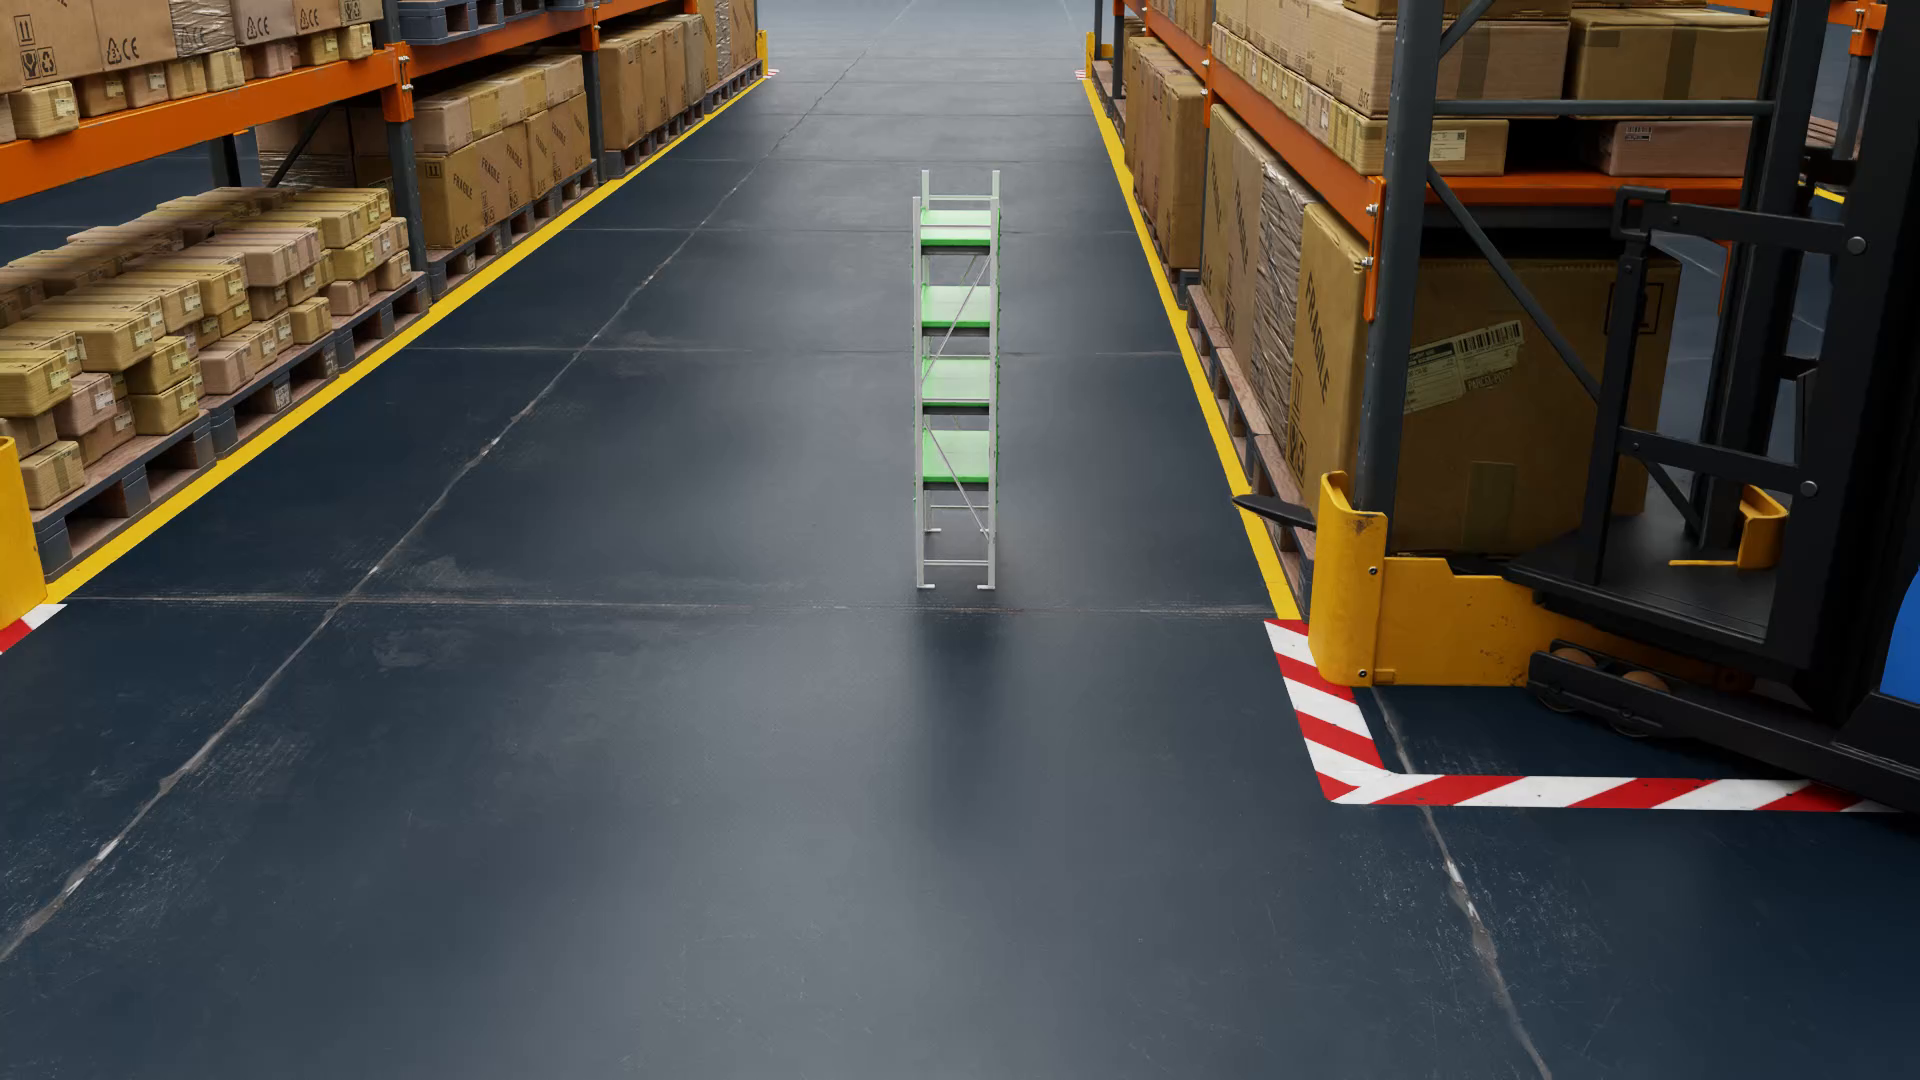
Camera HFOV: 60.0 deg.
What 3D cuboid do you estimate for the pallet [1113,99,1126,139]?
[{"bbox_3d":[1.923,-3.823,15.091,1.003,0.211,1.213,1,21,2],"label":"pallet"}]

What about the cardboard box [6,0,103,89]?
[{"bbox_3d":[-3.094,-1.695,5.202,0.500,0.500,0.500,1,21,2],"label":"cardboard box"}]

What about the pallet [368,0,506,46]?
[{"bbox_3d":[-3.084,-2.789,8.835,1.003,0.211,1.213,1,21,2],"label":"pallet"}]

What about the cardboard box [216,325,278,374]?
[{"bbox_3d":[-3.005,-0.769,6.725,0.380,0.149,0.250,1,21,2],"label":"cardboard box"}]

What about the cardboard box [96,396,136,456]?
[{"bbox_3d":[-3.112,-0.395,5.761,0.380,0.149,0.250,1,21,2],"label":"cardboard box"}]

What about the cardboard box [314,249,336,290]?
[{"bbox_3d":[-3.037,-1.207,7.442,0.380,0.149,0.250,1,21,2],"label":"cardboard box"}]

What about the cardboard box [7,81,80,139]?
[{"bbox_3d":[-3.009,-1.343,5.190,0.380,0.149,0.250,0,21,0],"label":"cardboard box"}]

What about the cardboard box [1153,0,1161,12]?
[{"bbox_3d":[1.523,-3.646,10.640,0.500,0.500,0.500,0,21,0],"label":"cardboard box"}]

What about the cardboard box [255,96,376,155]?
[{"bbox_3d":[-3.483,-2.255,9.034,0.500,0.250,0.500,0,21,0],"label":"cardboard box"}]

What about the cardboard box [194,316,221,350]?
[{"bbox_3d":[-3.122,-0.824,6.455,0.380,0.149,0.250,2,21,4],"label":"cardboard box"}]

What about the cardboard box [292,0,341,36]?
[{"bbox_3d":[-3.002,-2.423,7.077,0.500,0.500,0.500,0,21,0],"label":"cardboard box"}]

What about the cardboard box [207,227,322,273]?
[{"bbox_3d":[-2.974,-1.241,7.119,0.380,0.149,0.250,0,21,-1],"label":"cardboard box"}]

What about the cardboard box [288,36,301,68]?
[{"bbox_3d":[-3.071,-2.098,7.136,0.380,0.149,0.250,0,21,0],"label":"cardboard box"}]

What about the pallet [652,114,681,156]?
[{"bbox_3d":[-2.992,-3.474,14.190,1.003,0.211,1.213,1,21,2],"label":"pallet"}]

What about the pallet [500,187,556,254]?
[{"bbox_3d":[-3.196,-2.027,10.461,1.003,0.211,1.213,1,21,2],"label":"pallet"}]

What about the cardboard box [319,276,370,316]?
[{"bbox_3d":[-2.959,-1.135,7.669,0.380,0.149,0.250,0,21,0],"label":"cardboard box"}]

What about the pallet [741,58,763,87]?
[{"bbox_3d":[-2.834,-5.352,19.031,1.003,0.211,1.213,1,21,2],"label":"pallet"}]

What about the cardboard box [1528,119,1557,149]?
[{"bbox_3d":[1.934,-1.259,4.974,0.380,0.149,0.250,0,21,0],"label":"cardboard box"}]

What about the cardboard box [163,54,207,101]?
[{"bbox_3d":[-3.041,-1.718,6.157,0.380,0.149,0.250,1,21,4],"label":"cardboard box"}]

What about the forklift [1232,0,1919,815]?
[{"bbox_3d":[2.143,-0.977,3.994,1.130,2.935,3.031,-19,28,-40],"label":"forklift"}]

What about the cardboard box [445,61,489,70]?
[{"bbox_3d":[-3.410,-3.000,10.951,0.500,0.250,0.500,0,21,1],"label":"cardboard box"}]

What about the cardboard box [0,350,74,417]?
[{"bbox_3d":[-3.019,-0.487,5.175,0.380,0.149,0.250,0,21,-1],"label":"cardboard box"}]

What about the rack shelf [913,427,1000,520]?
[{"bbox_3d":[-0.005,-0.216,5.268,0.258,0.148,0.480,1,21,2],"label":"rack shelf"}]

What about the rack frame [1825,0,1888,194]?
[{"bbox_3d":[6.774,-3.904,11.444,1.000,3.000,0.127,1,21,2],"label":"rack frame"}]

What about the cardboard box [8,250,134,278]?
[{"bbox_3d":[-3.544,-1.060,6.653,0.380,0.149,0.250,1,21,2],"label":"cardboard box"}]

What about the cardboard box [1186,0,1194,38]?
[{"bbox_3d":[1.465,-2.910,8.743,0.500,0.500,0.500,1,21,3],"label":"cardboard box"}]

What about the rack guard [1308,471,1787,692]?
[{"bbox_3d":[1.579,0.108,4.559,1.175,0.500,0.348,1,21,2],"label":"rack guard"}]

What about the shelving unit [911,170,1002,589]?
[{"bbox_3d":[-0.005,-0.500,5.158,0.258,1.200,0.503,1,21,2],"label":"shelving unit"}]

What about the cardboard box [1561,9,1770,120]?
[{"bbox_3d":[1.864,-1.305,4.542,0.500,0.250,0.500,0,21,0],"label":"cardboard box"}]

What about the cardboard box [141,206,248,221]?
[{"bbox_3d":[-3.497,-1.434,7.617,0.380,0.149,0.250,0,21,1],"label":"cardboard box"}]

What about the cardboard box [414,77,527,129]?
[{"bbox_3d":[-2.933,-2.625,9.985,0.500,0.250,0.500,1,21,4],"label":"cardboard box"}]

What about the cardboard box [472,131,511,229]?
[{"bbox_3d":[-2.951,-2.089,9.642,0.500,0.500,0.500,2,21,4],"label":"cardboard box"}]

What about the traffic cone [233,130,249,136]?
[{"bbox_3d":[-6.599,-3.867,14.856,0.336,0.463,0.334,1,21,2],"label":"traffic cone"}]

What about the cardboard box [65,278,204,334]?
[{"bbox_3d":[-3.053,-0.868,6.158,0.380,0.149,0.250,1,21,4],"label":"cardboard box"}]

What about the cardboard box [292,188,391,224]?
[{"bbox_3d":[-3.004,-1.616,8.085,0.380,0.149,0.250,1,21,3],"label":"cardboard box"}]

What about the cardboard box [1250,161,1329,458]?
[{"bbox_3d":[1.547,-0.833,5.885,0.875,0.875,0.875,1,21,2],"label":"cardboard box"}]

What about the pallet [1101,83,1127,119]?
[{"bbox_3d":[1.930,-4.348,16.443,1.003,0.211,1.213,1,21,2],"label":"pallet"}]

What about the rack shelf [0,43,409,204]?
[{"bbox_3d":[-3.314,-1.545,6.358,1.077,0.370,4.000,1,21,2],"label":"rack shelf"}]

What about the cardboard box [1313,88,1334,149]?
[{"bbox_3d":[1.277,-1.266,4.993,0.380,0.149,0.250,1,21,2],"label":"cardboard box"}]

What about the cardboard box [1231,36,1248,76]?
[{"bbox_3d":[1.338,-2.006,6.901,0.380,0.149,0.250,0,21,0],"label":"cardboard box"}]

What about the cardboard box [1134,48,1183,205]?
[{"bbox_3d":[1.747,-2.592,10.420,1.225,0.875,0.875,1,21,2],"label":"cardboard box"}]

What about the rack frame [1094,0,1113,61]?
[{"bbox_3d":[2.067,-6.851,19.039,1.000,3.000,0.127,1,21,2],"label":"rack frame"}]

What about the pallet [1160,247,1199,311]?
[{"bbox_3d":[1.650,-1.492,9.082,1.003,0.211,1.213,1,21,2],"label":"pallet"}]

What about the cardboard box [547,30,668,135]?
[{"bbox_3d":[-3.000,-3.732,13.530,1.050,0.750,0.750,1,21,2],"label":"cardboard box"}]

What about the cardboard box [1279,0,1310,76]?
[{"bbox_3d":[1.361,-1.680,5.509,0.500,0.250,0.500,0,21,0],"label":"cardboard box"}]

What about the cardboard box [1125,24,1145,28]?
[{"bbox_3d":[2.009,-5.213,17.693,0.500,0.500,0.500,3,21,7],"label":"cardboard box"}]

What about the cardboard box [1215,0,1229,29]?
[{"bbox_3d":[1.426,-2.414,7.400,0.500,0.250,0.500,0,21,1],"label":"cardboard box"}]

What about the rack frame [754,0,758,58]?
[{"bbox_3d":[-2.888,-6.942,19.274,1.000,3.000,0.127,1,21,2],"label":"rack frame"}]

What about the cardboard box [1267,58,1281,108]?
[{"bbox_3d":[1.308,-1.634,5.941,0.380,0.149,0.250,1,21,3],"label":"cardboard box"}]

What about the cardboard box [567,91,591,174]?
[{"bbox_3d":[-2.890,-2.839,11.575,0.500,0.500,0.500,1,21,1],"label":"cardboard box"}]

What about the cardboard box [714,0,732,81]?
[{"bbox_3d":[-2.897,-5.254,17.279,0.875,0.875,0.875,1,21,2],"label":"cardboard box"}]

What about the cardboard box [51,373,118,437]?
[{"bbox_3d":[-3.037,-0.447,5.485,0.380,0.149,0.250,1,21,1],"label":"cardboard box"}]
